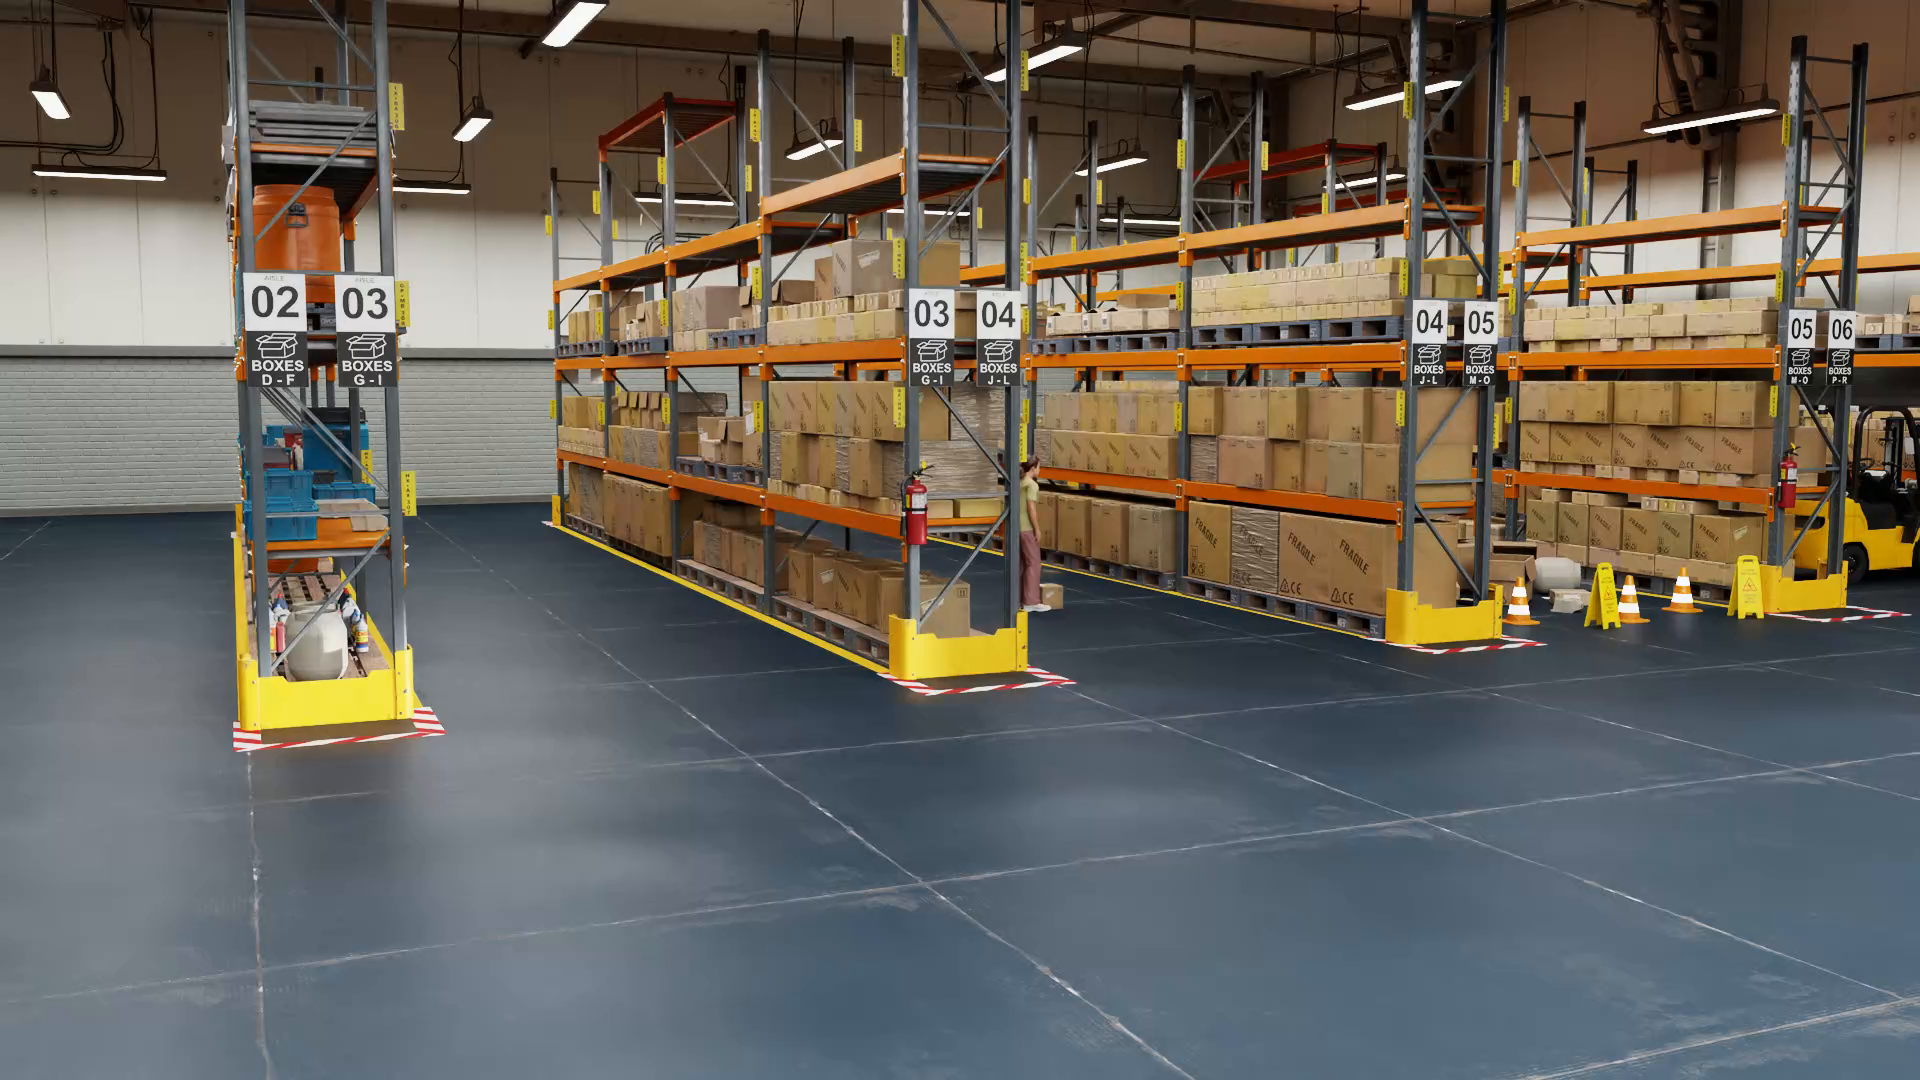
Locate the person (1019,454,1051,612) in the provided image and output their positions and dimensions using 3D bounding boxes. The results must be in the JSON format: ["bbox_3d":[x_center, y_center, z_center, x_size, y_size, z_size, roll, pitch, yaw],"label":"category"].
[{"bbox_3d":[0.725,-0.084,17.840,0.353,1.673,0.502,-2,6,-24],"label":"person"}]
